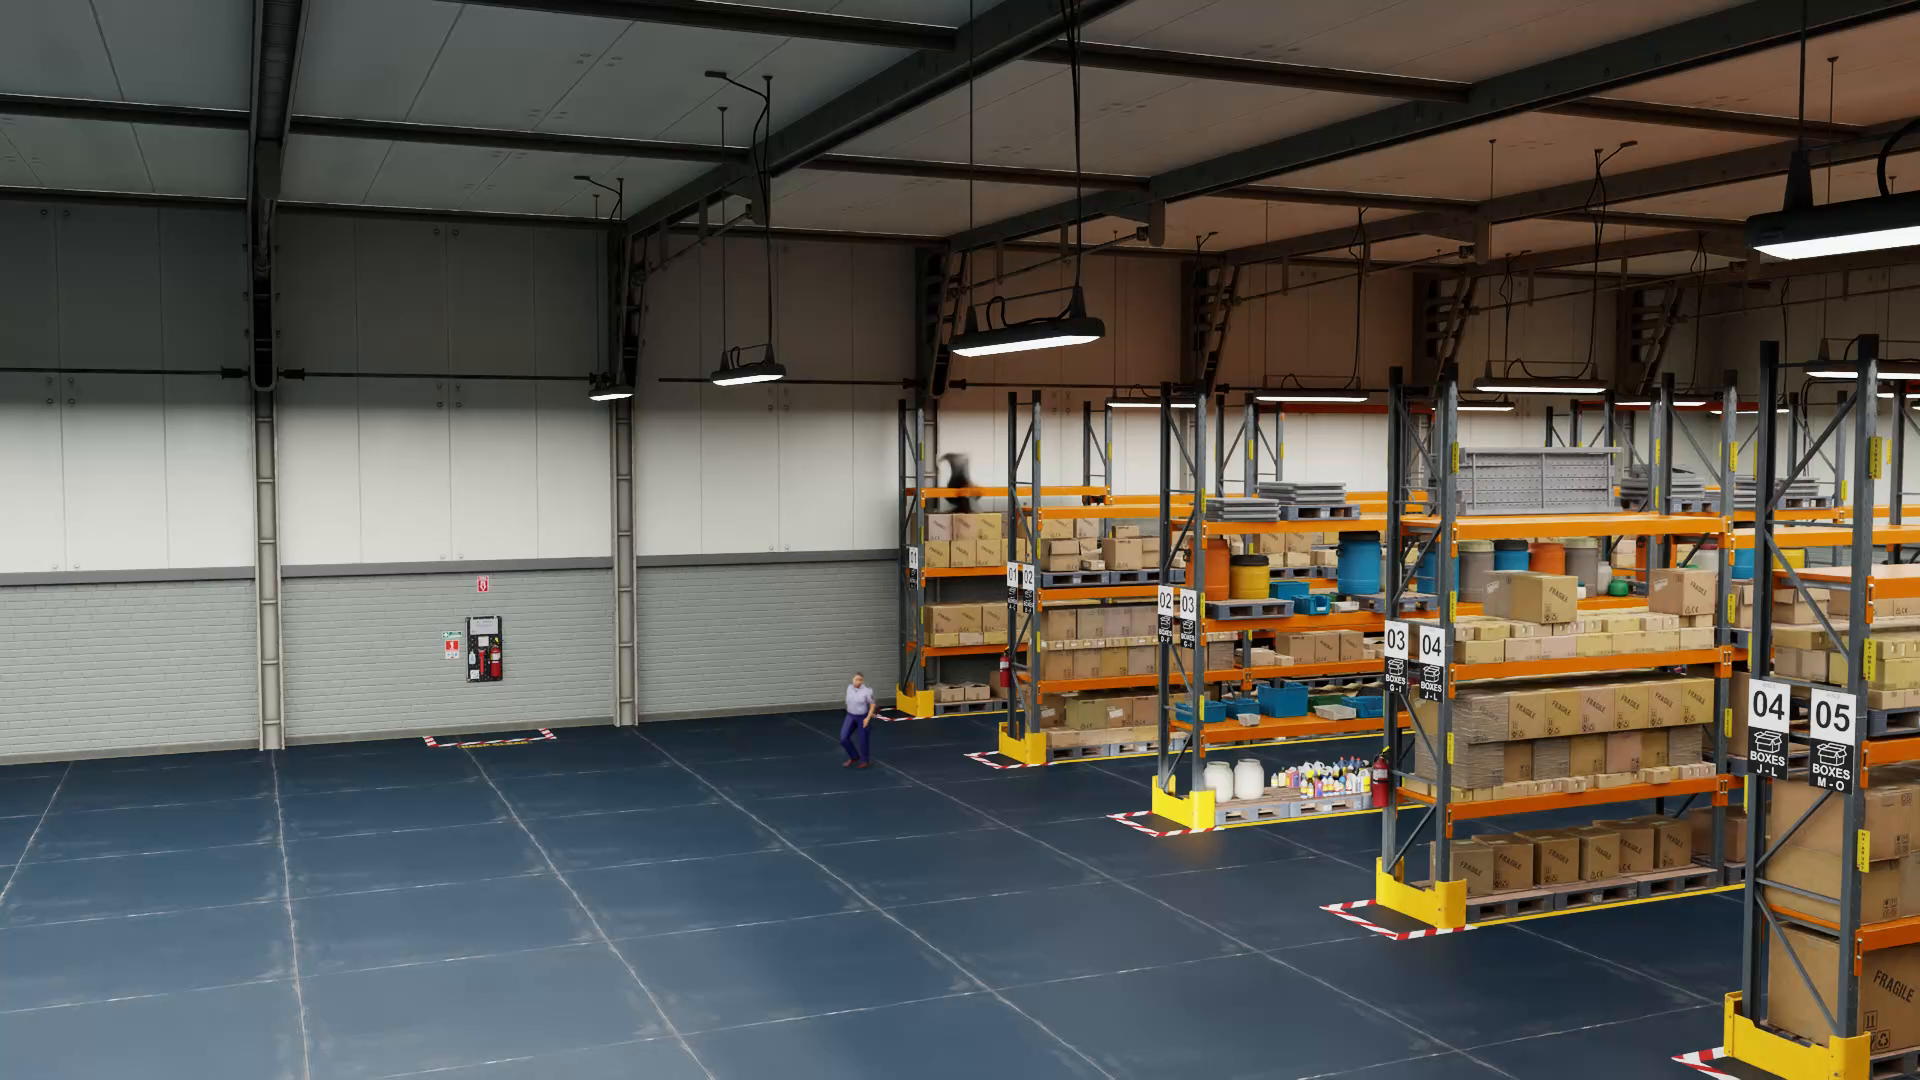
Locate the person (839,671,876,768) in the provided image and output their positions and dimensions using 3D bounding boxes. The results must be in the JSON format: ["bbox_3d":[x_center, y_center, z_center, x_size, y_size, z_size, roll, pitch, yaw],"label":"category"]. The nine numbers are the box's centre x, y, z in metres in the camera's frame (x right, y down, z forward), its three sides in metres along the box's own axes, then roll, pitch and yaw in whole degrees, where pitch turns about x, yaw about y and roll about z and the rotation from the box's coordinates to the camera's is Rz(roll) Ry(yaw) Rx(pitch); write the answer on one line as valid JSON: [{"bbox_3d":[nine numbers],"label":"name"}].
[{"bbox_3d":[-1.573,2.828,26.170,0.594,1.595,0.694,1,4,18],"label":"person"}]
